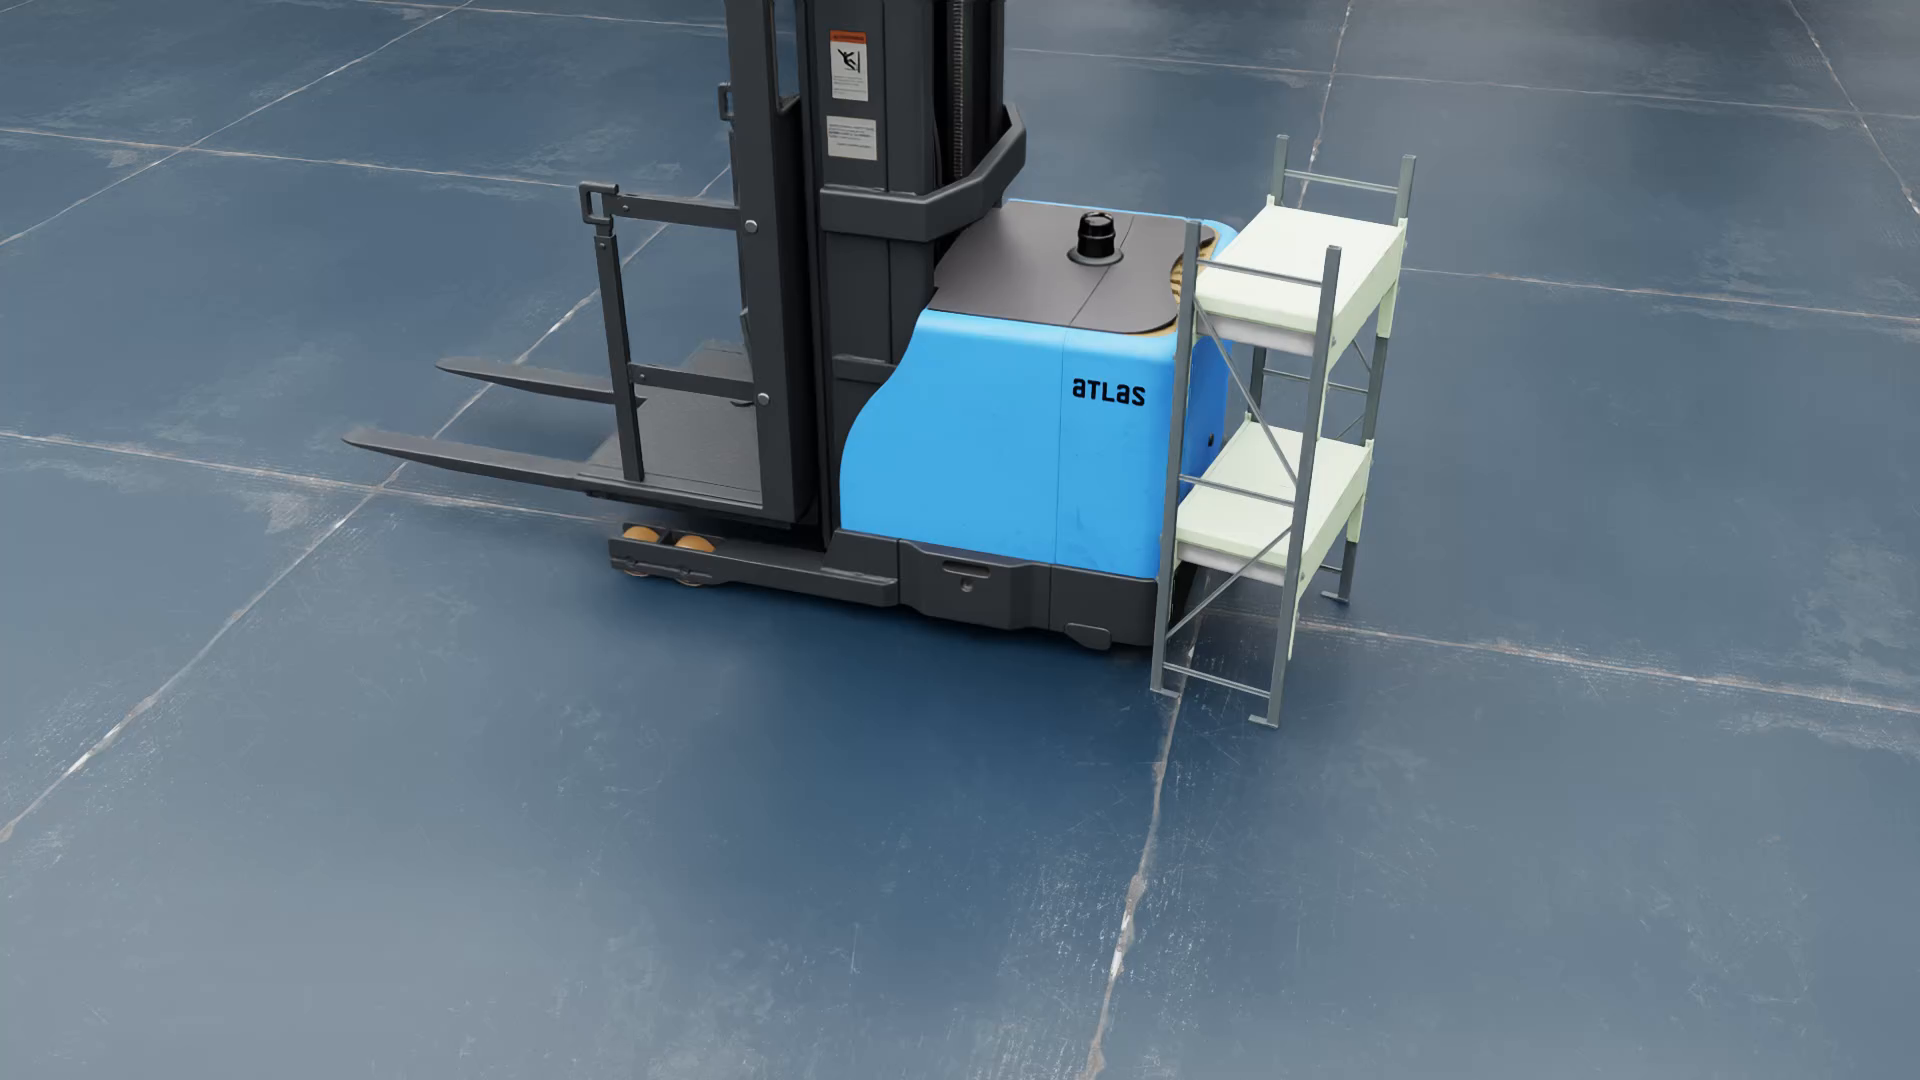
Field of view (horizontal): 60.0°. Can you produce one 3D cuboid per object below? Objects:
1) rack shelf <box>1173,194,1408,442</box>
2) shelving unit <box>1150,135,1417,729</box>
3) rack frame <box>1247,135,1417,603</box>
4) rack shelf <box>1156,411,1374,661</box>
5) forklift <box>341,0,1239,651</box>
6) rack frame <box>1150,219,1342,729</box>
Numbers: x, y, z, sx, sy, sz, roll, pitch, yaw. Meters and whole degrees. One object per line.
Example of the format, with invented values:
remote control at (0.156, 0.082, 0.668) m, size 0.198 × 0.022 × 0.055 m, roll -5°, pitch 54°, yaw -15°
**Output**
rack shelf at (0.924, -0.636, 4.625) m, size 0.431 × 0.370 × 0.720 m, roll 15°, pitch 36°, yaw 23°
shelving unit at (0.924, -0.307, 4.834) m, size 0.431 × 1.500 × 0.755 m, roll 15°, pitch 36°, yaw 23°
rack frame at (1.091, -0.481, 5.109) m, size 0.400 × 1.500 × 0.023 m, roll 15°, pitch 36°, yaw 23°
rack shelf at (0.924, -0.032, 5.009) m, size 0.431 × 0.370 × 0.720 m, roll 15°, pitch 36°, yaw 23°
forklift at (-0.656, -1.343, 5.130) m, size 3.031 × 2.935 × 1.130 m, roll 9°, pitch 34°, yaw 14°
rack frame at (0.757, -0.132, 4.559) m, size 0.400 × 1.500 × 0.023 m, roll 15°, pitch 36°, yaw 23°
